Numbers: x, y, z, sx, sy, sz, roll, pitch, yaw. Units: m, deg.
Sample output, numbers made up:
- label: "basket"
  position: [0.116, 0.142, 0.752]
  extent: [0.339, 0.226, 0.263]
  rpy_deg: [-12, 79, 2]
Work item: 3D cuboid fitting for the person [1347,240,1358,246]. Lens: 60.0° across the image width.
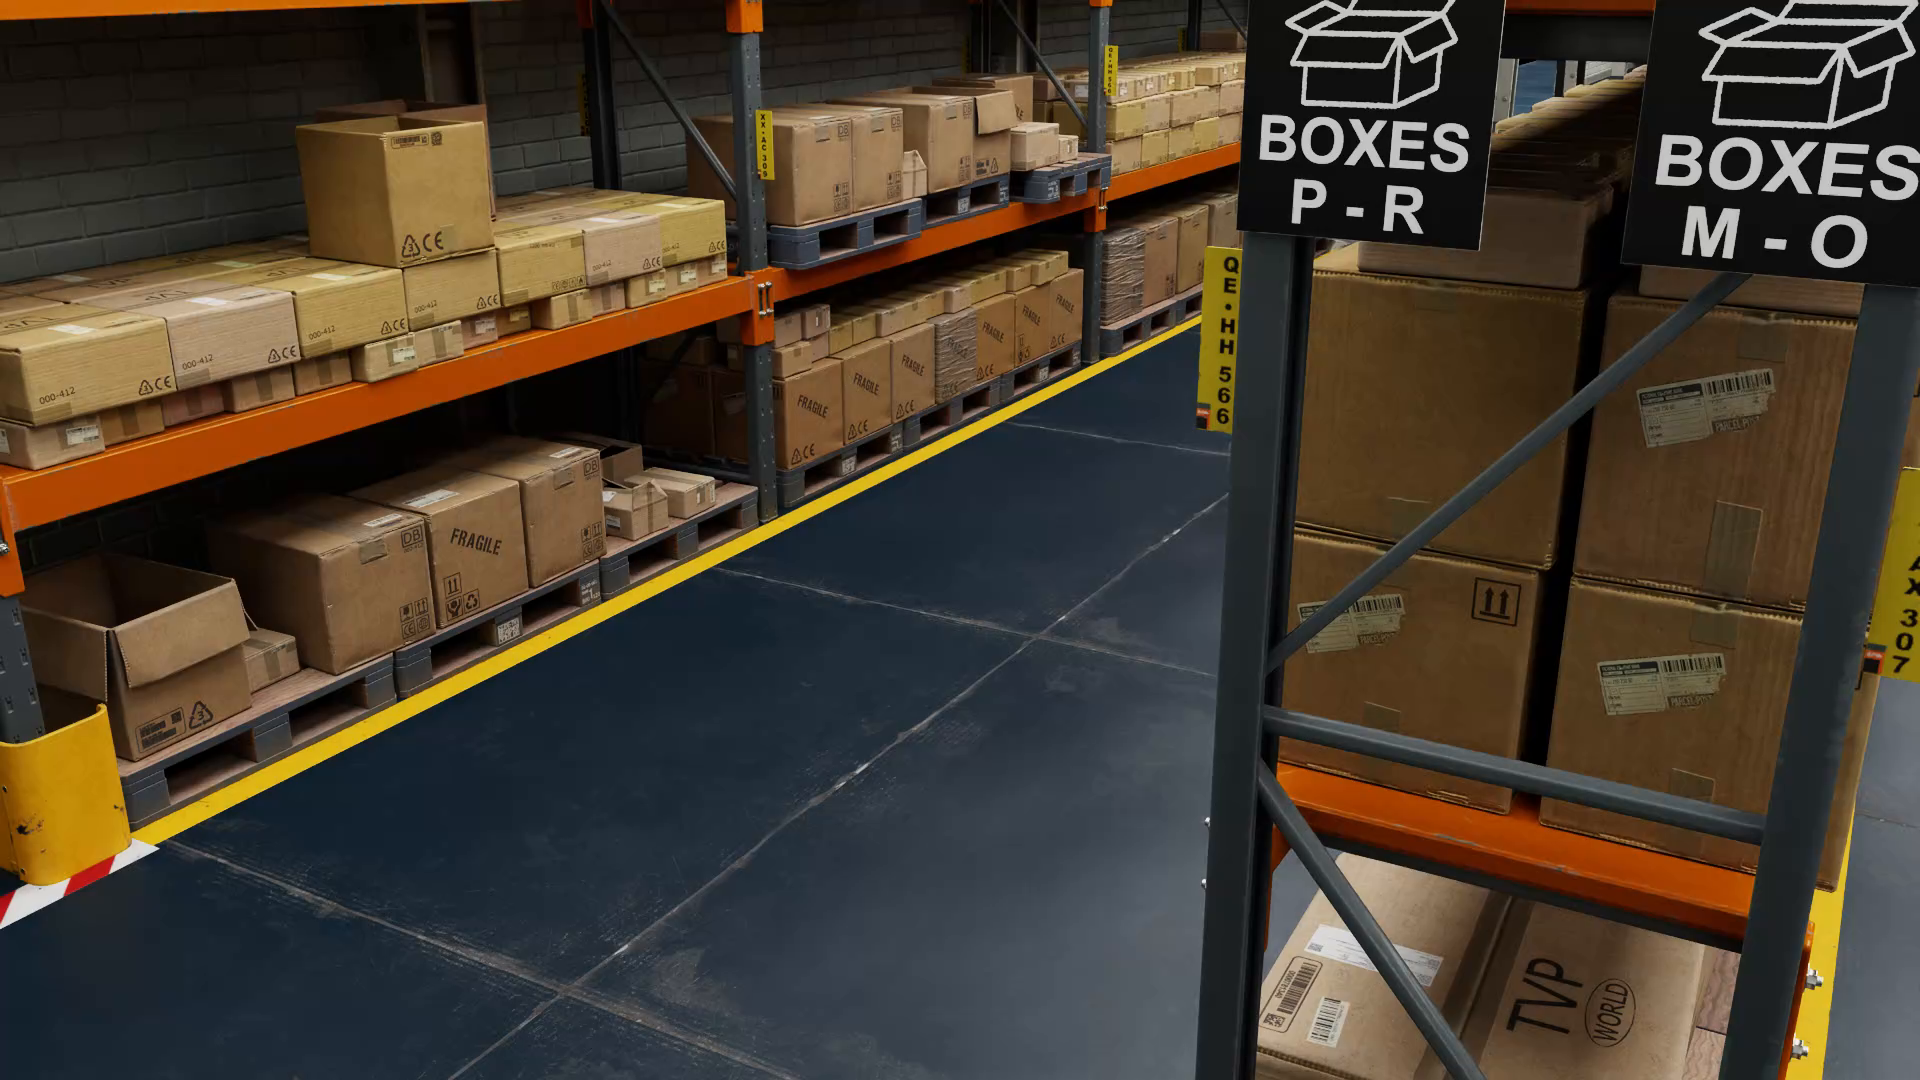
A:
- label: "person"
  position: [2.793, -1.793, 11.091]
  extent: [0.438, 1.549, 0.816]
  rpy_deg: [9, 22, 23]
